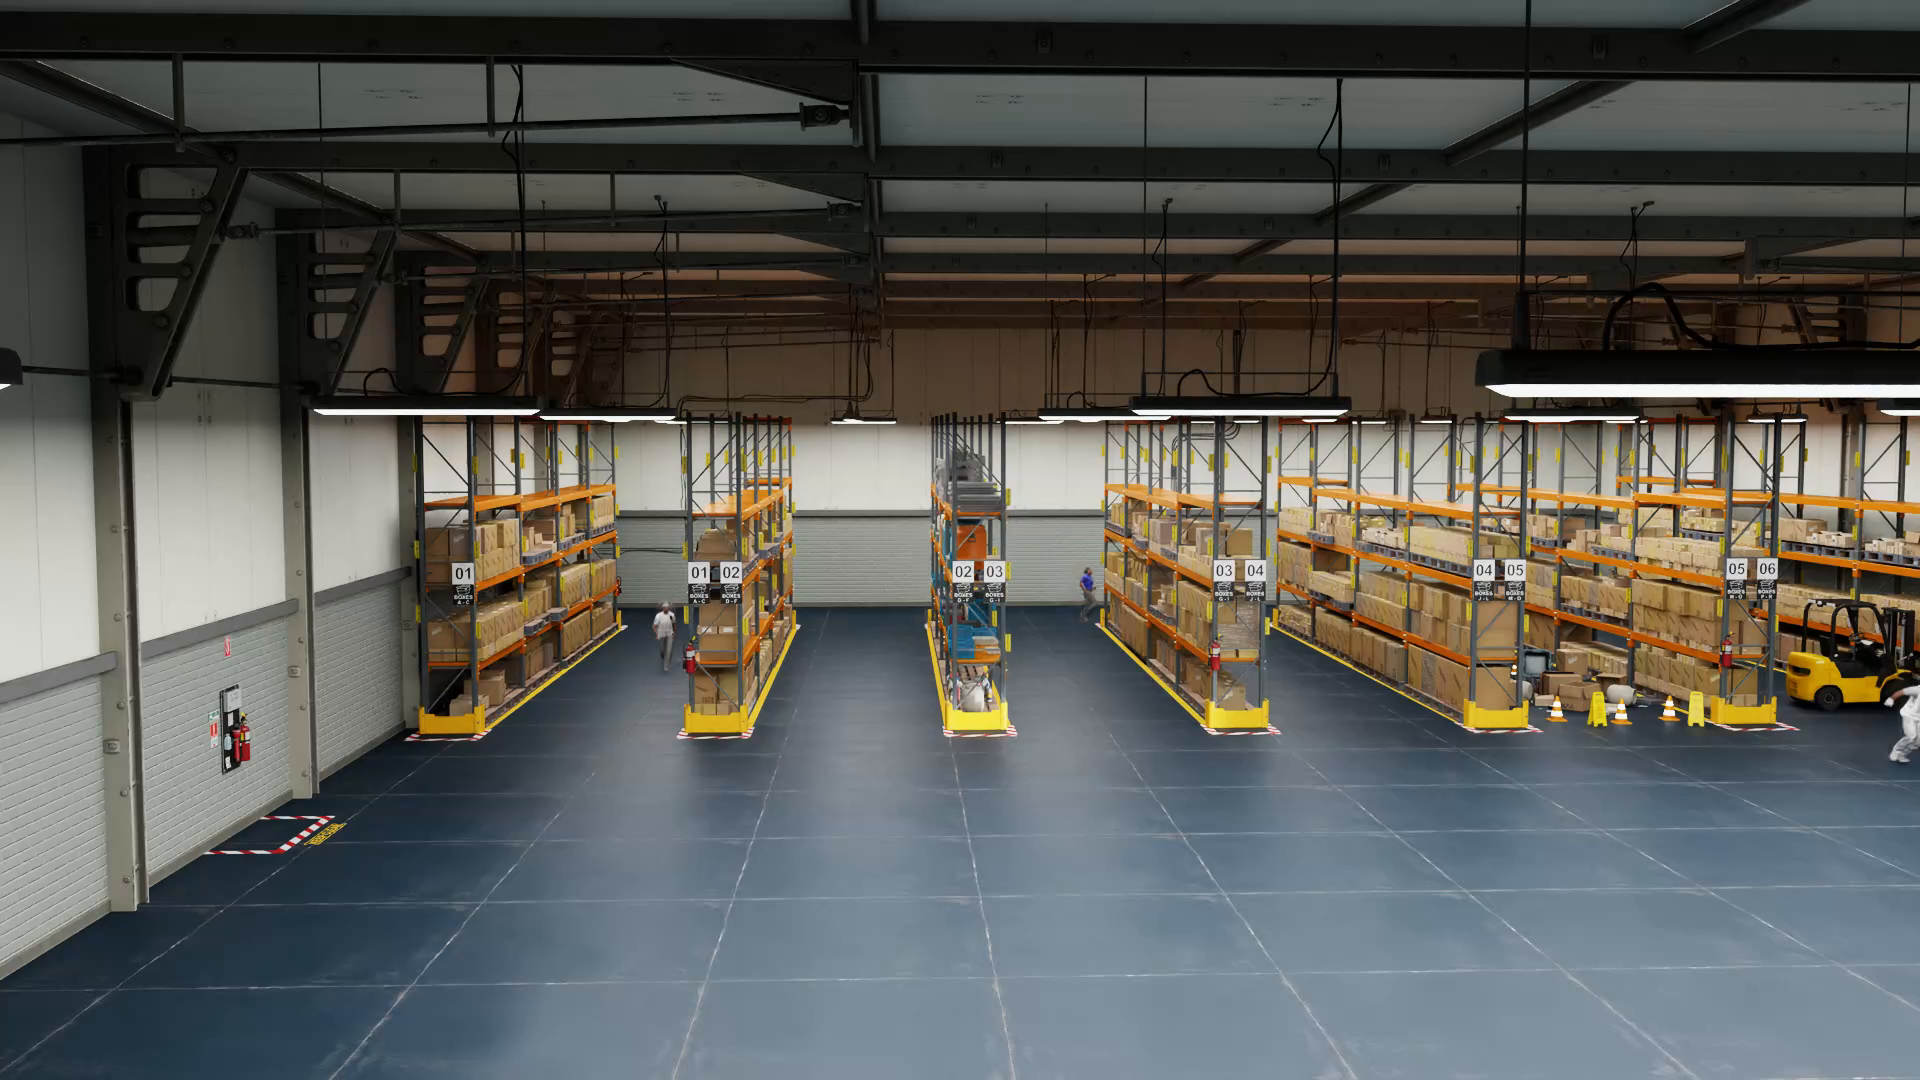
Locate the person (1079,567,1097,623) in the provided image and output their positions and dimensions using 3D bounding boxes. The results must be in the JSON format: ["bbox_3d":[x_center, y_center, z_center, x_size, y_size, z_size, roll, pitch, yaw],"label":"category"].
[{"bbox_3d":[3.763,1.603,48.786,0.556,1.627,0.558,0,4,7],"label":"person"}]

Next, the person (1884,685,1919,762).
[{"bbox_3d":[16.213,3.047,28.102,0.674,1.510,0.947,-1,4,-8],"label":"person"}]

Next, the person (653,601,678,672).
[{"bbox_3d":[-6.918,2.246,39.096,0.586,1.652,0.653,-1,4,-15],"label":"person"}]
